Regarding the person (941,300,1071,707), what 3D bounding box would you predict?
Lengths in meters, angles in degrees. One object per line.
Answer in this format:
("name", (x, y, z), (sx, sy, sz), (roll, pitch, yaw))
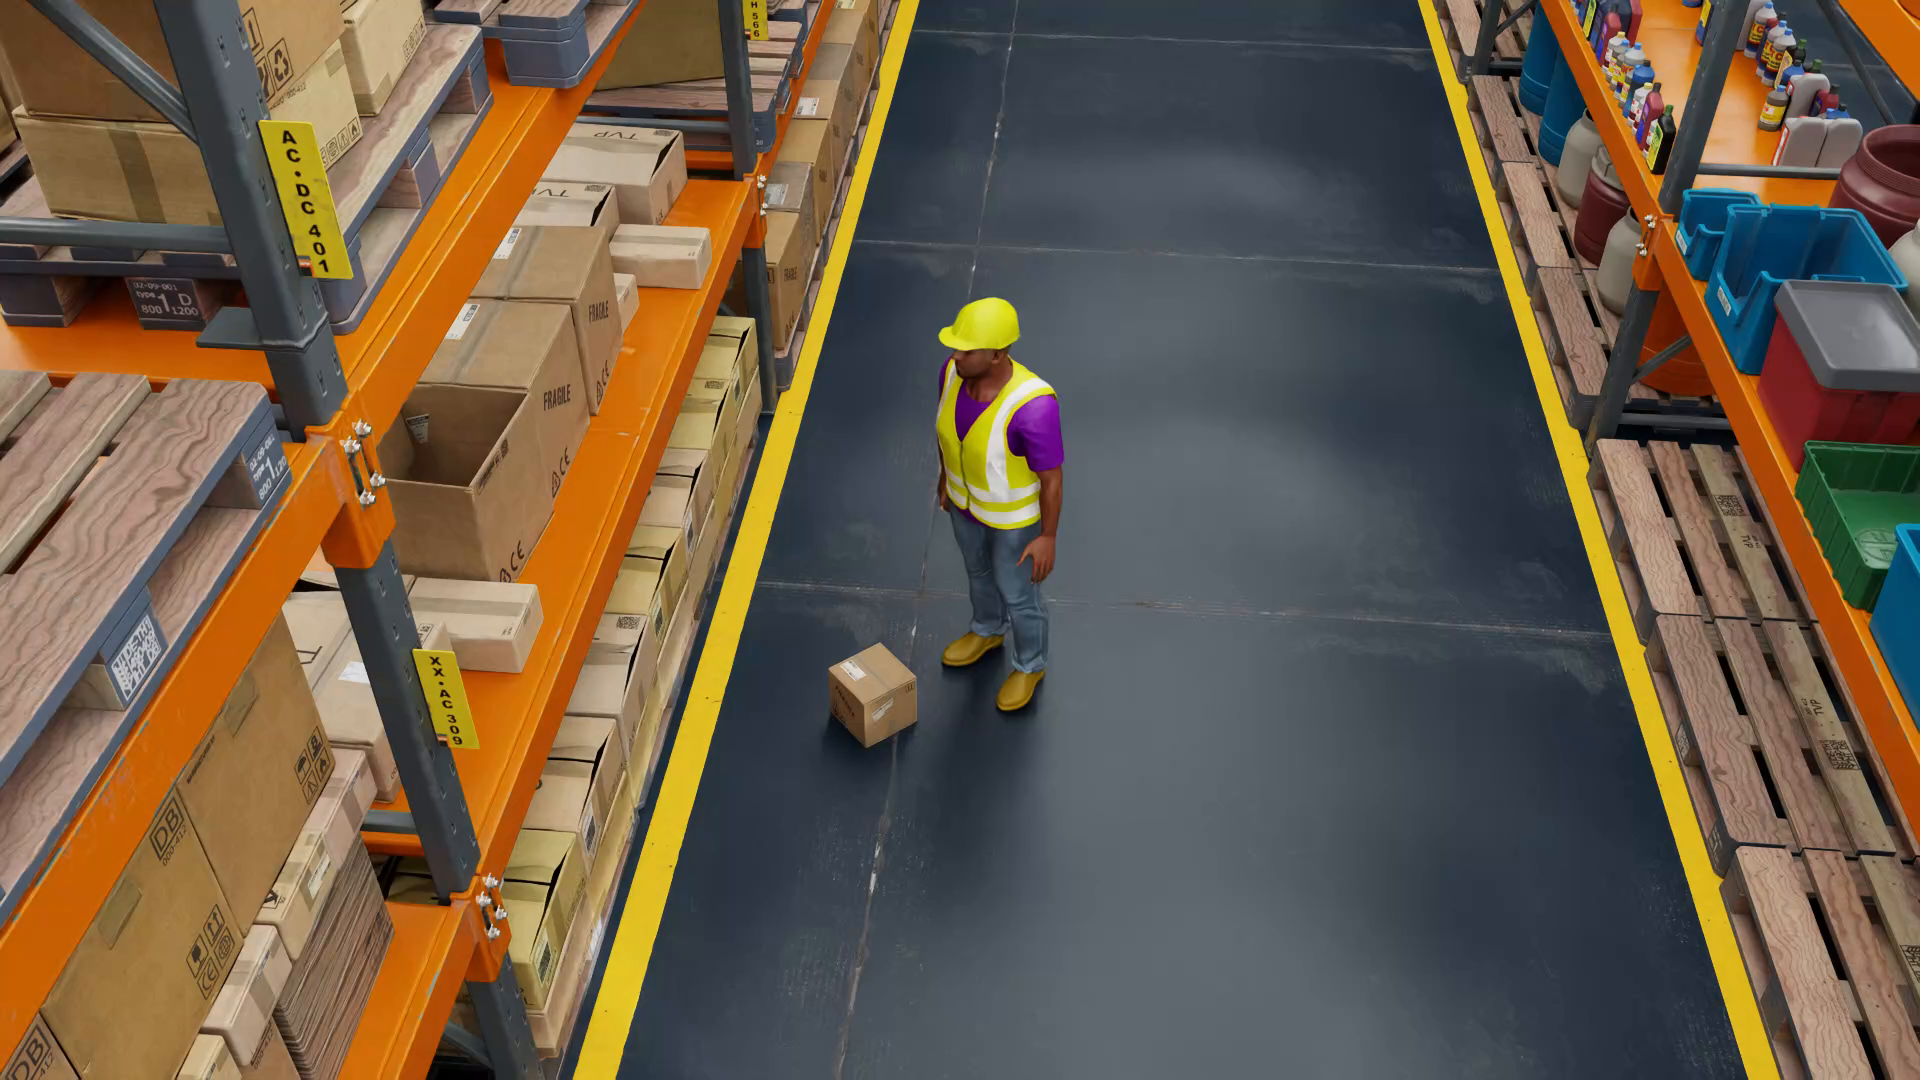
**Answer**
("person", (0.158, -0.128, 6.293), (0.349, 1.761, 0.565), (-25, 46, -26))
